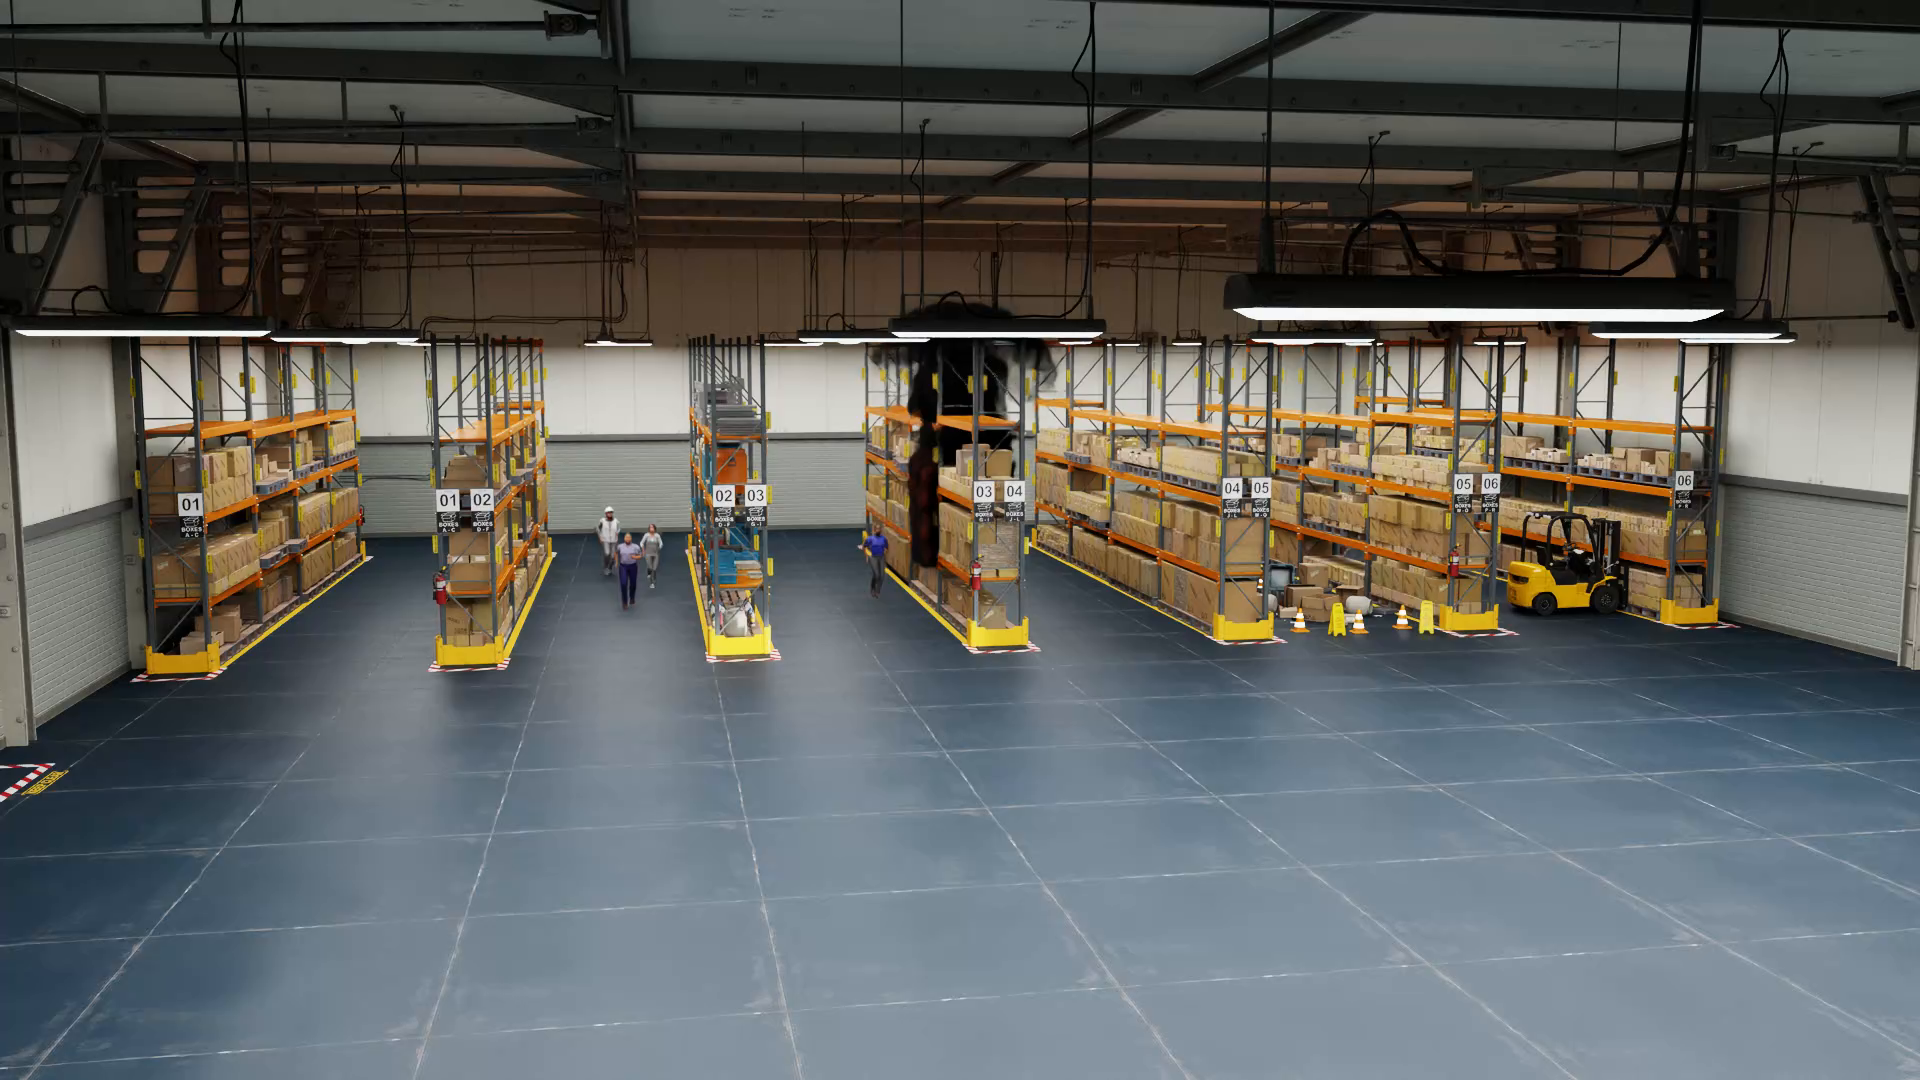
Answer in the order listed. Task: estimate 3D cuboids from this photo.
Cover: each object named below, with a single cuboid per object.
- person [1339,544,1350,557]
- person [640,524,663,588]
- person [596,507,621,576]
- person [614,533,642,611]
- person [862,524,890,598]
[{"bbox_3d":[10.601,-0.320,45.680,0.588,1.651,0.688,-2,7,-19],"label":"person"},{"bbox_3d":[-7.401,0.380,39.956,0.545,1.550,0.545,-2,7,-16],"label":"person"},{"bbox_3d":[-8.898,0.028,42.209,0.583,1.752,0.798,-3,7,-25],"label":"person"},{"bbox_3d":[-7.350,0.685,36.868,0.589,1.676,0.830,-2,7,-16],"label":"person"},{"bbox_3d":[-1.792,0.473,36.324,0.574,1.633,0.528,-3,7,-21],"label":"person"}]
